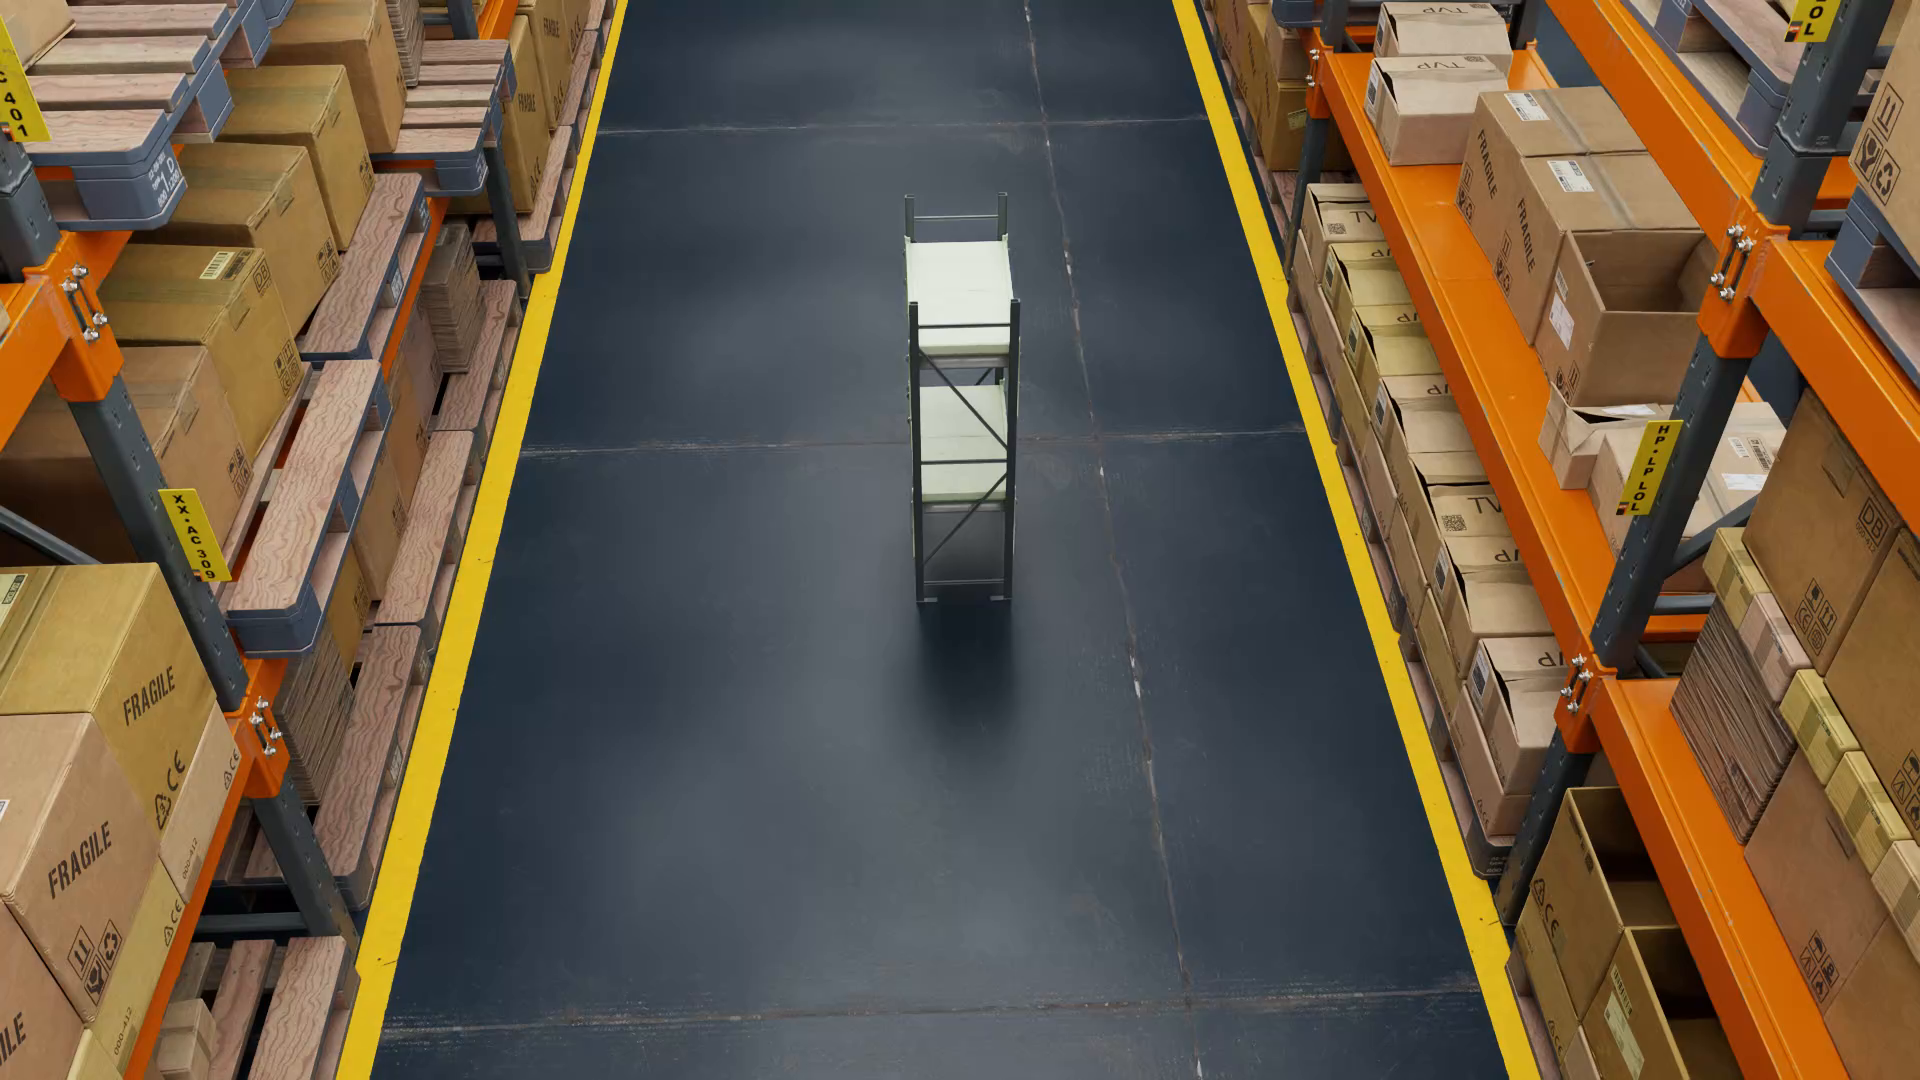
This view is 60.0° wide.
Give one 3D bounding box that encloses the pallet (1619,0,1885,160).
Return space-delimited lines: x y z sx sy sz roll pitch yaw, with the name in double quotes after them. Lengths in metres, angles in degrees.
2.332 -1.445 4.528 0.805 0.209 1.217 -3 43 -4 "pallet"

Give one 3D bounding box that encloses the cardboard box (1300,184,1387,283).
1.942 -1.501 7.976 0.500 0.311 0.500 0 43 0 "cardboard box"

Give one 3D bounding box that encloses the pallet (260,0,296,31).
-2.533 -1.826 4.941 1.213 0.211 1.003 -2 43 -2 "pallet"

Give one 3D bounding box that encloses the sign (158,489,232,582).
-2.025 -0.010 4.400 0.100 0.325 0.005 -2 43 -2 "sign"

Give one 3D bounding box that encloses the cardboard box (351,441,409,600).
-2.668 -0.100 6.663 0.700 0.500 0.500 -1 43 -1 "cardboard box"

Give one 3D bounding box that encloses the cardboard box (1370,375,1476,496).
2.014 -0.455 6.835 0.500 0.311 0.500 -2 43 -2 "cardboard box"

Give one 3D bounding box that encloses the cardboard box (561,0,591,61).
-2.708 -3.398 10.017 0.750 0.750 0.750 0 43 0 "cardboard box"

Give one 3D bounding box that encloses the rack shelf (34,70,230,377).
-2.651 -1.861 5.372 1.077 0.370 4.000 -2 43 -2 "rack shelf"

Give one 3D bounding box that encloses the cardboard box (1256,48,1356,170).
1.938 -2.380 9.151 0.500 0.500 0.500 0 43 0 "cardboard box"

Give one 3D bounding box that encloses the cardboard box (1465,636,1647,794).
2.079 0.572 5.715 0.500 0.311 0.500 -2 43 -2 "cardboard box"

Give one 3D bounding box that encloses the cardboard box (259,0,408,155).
-2.656 -1.876 6.677 0.700 0.500 0.500 -5 43 -6 "cardboard box"

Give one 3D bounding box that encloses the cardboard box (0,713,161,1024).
-2.210 0.749 3.754 0.500 0.500 0.500 -2 43 -2 "cardboard box"

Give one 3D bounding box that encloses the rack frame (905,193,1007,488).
-0.015 -0.795 7.008 0.400 1.500 0.023 -2 43 -2 "rack frame"

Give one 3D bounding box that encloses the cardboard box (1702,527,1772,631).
2.201 0.097 4.371 0.380 0.149 0.250 -2 43 -2 "cardboard box"

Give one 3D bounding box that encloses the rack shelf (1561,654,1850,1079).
2.468 1.801 3.598 1.077 0.370 4.000 -2 43 -2 "rack shelf"

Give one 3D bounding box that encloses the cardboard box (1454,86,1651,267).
2.300 -1.419 6.505 0.500 0.500 0.500 -4 43 -4 "cardboard box"

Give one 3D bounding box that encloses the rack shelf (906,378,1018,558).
0.000 -0.308 6.959 0.431 0.370 0.720 -2 43 -2 "rack shelf"

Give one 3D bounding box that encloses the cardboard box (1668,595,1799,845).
2.408 0.448 4.467 0.700 0.500 0.500 -3 43 -3 "cardboard box"

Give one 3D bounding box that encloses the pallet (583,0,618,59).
-2.798 -3.524 10.938 1.003 0.211 1.213 -2 43 -2 "pallet"

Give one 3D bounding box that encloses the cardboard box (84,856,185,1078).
-2.231 1.026 4.007 0.500 0.250 0.500 -1 43 -2 "cardboard box"

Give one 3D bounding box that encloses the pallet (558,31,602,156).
-2.743 -2.698 10.037 1.003 0.211 1.213 -2 43 -2 "pallet"

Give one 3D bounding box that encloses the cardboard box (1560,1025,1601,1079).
2.116 1.704 4.895 0.500 0.250 0.500 -2 43 -2 "cardboard box"

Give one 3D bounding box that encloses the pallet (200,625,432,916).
-2.601 0.833 6.185 1.003 0.211 1.213 -2 43 -2 "pallet"

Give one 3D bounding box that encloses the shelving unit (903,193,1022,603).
0.000 -0.548 6.738 0.431 1.500 0.755 -2 43 -2 "shelving unit"

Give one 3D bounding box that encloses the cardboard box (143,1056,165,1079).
-2.482 1.789 4.603 0.500 0.500 0.500 -5 43 -5 "cardboard box"

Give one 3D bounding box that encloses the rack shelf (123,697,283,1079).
-2.482 1.946 3.440 1.077 0.370 4.000 -2 43 -2 "rack shelf"

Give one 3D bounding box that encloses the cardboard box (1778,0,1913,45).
2.366 -1.436 4.177 0.500 0.250 0.500 2 43 3 "cardboard box"

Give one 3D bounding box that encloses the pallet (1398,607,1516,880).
2.312 0.717 6.311 1.003 0.211 1.213 -2 43 -2 "pallet"

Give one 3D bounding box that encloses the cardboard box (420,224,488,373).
-2.654 -1.126 7.783 0.700 0.500 0.500 -1 43 -1 "cardboard box"

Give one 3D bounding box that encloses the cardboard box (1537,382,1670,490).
2.162 -0.353 5.515 0.396 0.266 0.258 -3 43 -3 "cardboard box"

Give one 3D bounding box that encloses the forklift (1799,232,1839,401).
4.771 -2.082 7.352 1.130 2.935 3.031 13 44 14 "forklift"

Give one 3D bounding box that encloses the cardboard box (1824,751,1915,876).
2.237 0.617 3.803 0.380 0.149 0.250 -2 43 -2 "cardboard box"

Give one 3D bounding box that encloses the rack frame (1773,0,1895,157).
2.383 -2.026 2.801 1.000 3.000 0.127 -2 43 -2 "rack frame"

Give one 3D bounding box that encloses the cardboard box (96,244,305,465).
-2.571 -0.591 5.275 0.700 0.500 0.500 2 43 3 "cardboard box"

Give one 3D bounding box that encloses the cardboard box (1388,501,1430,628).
2.034 0.086 6.661 0.500 0.250 0.500 -1 43 -1 "cardboard box"

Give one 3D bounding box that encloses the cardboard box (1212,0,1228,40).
1.867 -3.425 10.291 0.500 0.500 0.500 -1 43 -1 "cardboard box"

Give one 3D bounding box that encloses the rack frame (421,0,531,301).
-2.736 -2.370 7.616 1.000 3.000 0.127 -2 43 -2 "rack frame"

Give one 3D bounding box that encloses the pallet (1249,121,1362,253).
2.219 -1.992 9.267 1.003 0.211 1.213 -2 43 -2 "pallet"

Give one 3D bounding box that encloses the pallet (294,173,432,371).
-2.611 -0.964 6.224 1.003 0.211 1.213 -2 43 -2 "pallet"

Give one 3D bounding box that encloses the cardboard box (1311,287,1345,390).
1.964 -0.955 7.796 0.500 0.250 0.500 -3 43 -3 "cardboard box"

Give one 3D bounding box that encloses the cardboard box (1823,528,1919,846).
2.430 0.311 3.657 0.700 0.500 0.500 -2 43 -2 "cardboard box"

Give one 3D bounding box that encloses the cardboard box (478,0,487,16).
-2.521 -2.684 8.130 0.380 0.149 0.250 -1 43 -1 "cardboard box"
